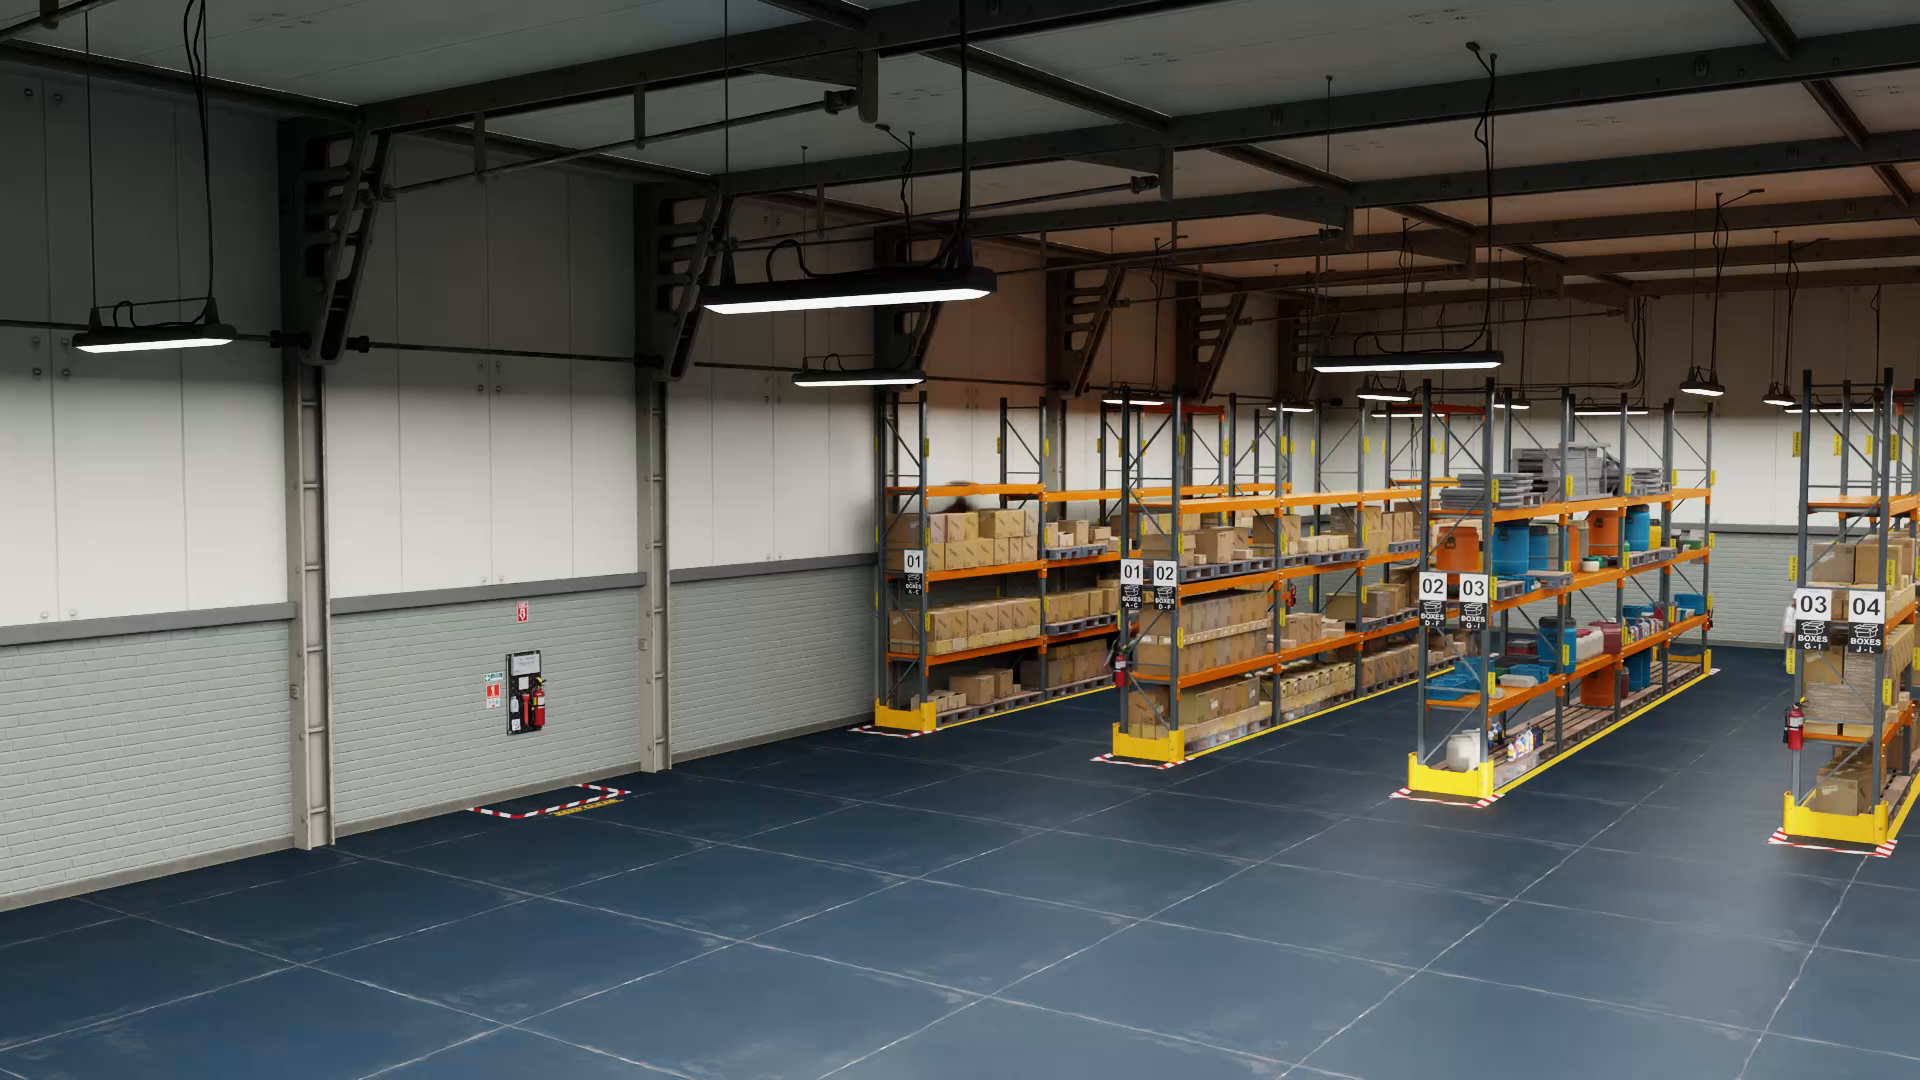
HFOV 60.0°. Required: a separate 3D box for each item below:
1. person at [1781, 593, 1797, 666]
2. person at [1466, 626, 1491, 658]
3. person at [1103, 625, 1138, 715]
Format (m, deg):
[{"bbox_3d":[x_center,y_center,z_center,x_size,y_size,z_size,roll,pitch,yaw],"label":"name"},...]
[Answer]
[{"bbox_3d":[18.774,2.052,37.357,0.579,1.735,0.909,2,4,27],"label":"person"},{"bbox_3d":[11.348,2.135,36.458,0.576,1.609,1.028,2,4,35],"label":"person"},{"bbox_3d":[3.034,2.464,31.348,0.637,1.605,1.000,1,3,22],"label":"person"}]
